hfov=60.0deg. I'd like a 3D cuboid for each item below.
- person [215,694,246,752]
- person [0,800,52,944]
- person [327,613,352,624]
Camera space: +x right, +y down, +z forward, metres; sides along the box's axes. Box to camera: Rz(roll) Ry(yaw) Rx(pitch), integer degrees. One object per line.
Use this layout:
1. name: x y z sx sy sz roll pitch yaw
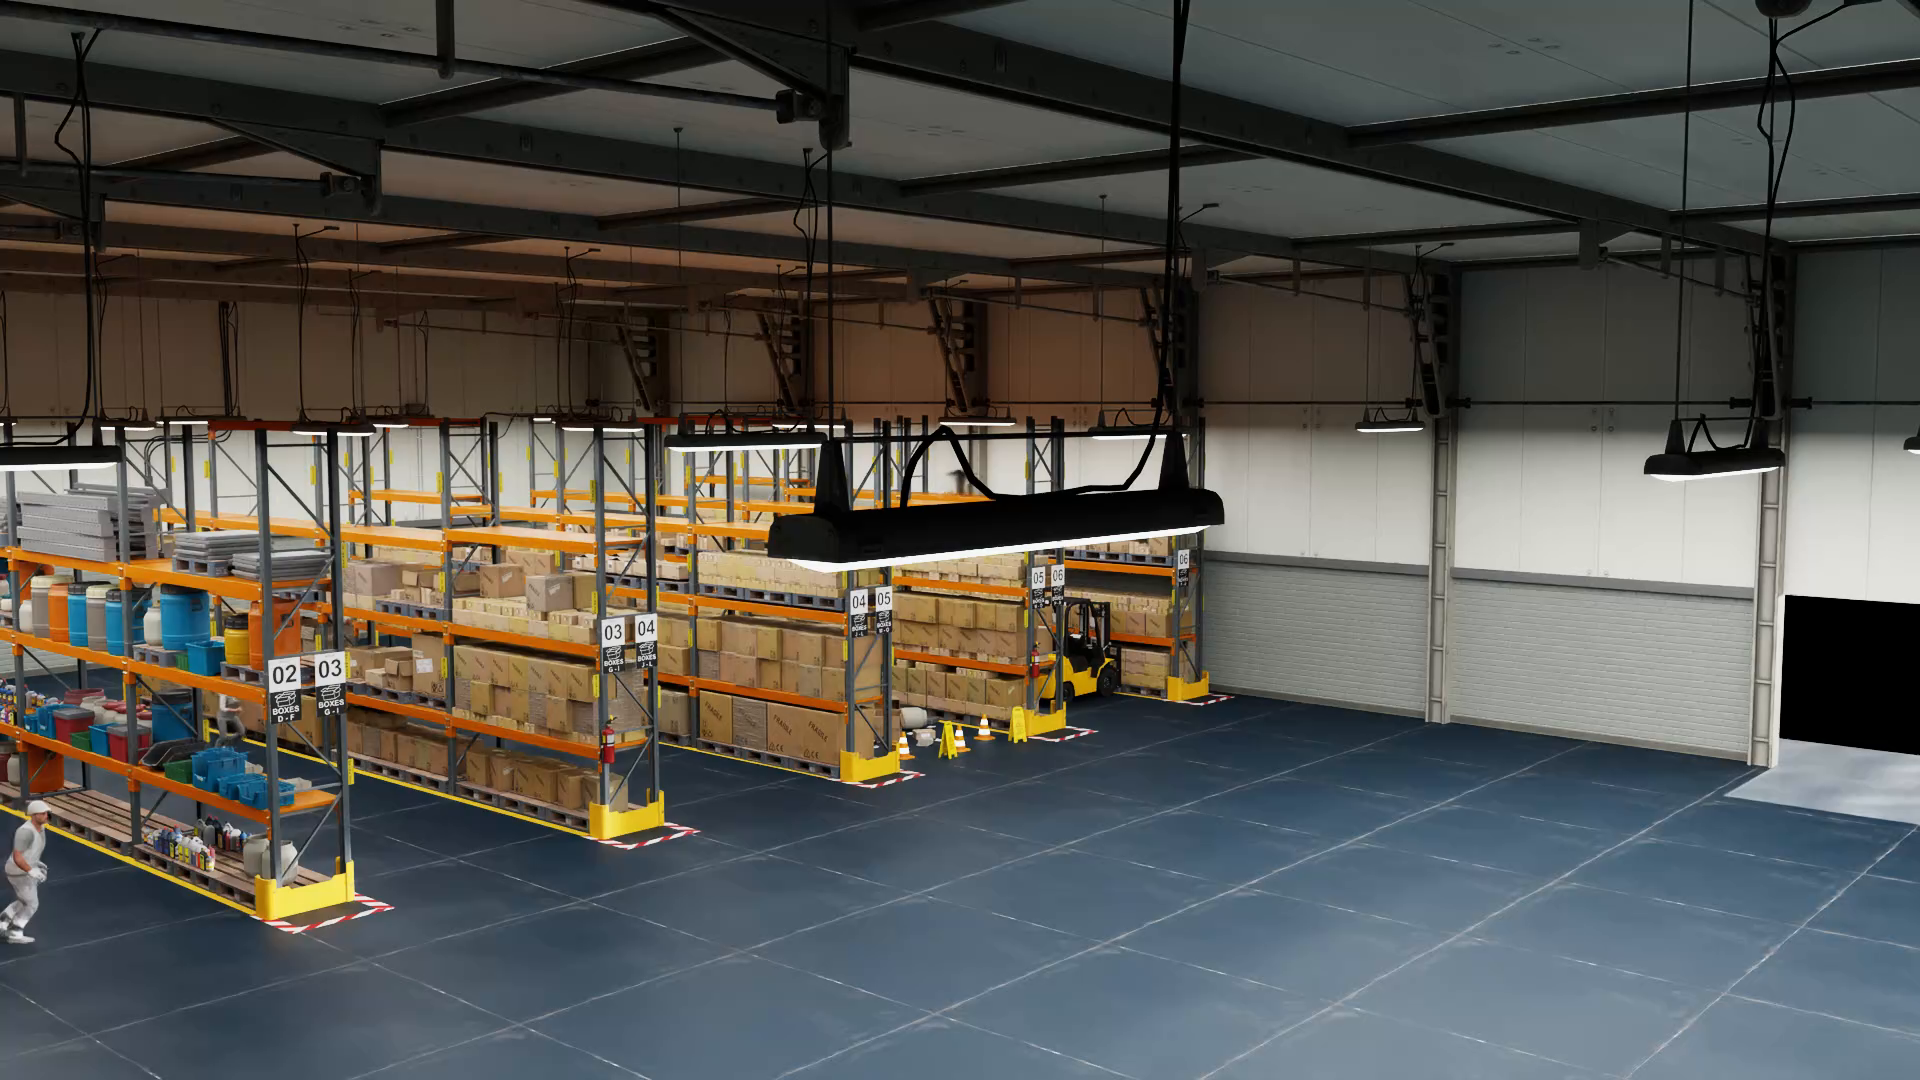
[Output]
1. person: -12.873 3.143 29.319 0.828 1.495 0.546 2 5 26
2. person: -10.941 3.875 19.346 0.781 1.709 0.625 -1 5 -15
3. person: -14.885 2.201 40.137 0.756 1.708 1.013 -1 5 -10
